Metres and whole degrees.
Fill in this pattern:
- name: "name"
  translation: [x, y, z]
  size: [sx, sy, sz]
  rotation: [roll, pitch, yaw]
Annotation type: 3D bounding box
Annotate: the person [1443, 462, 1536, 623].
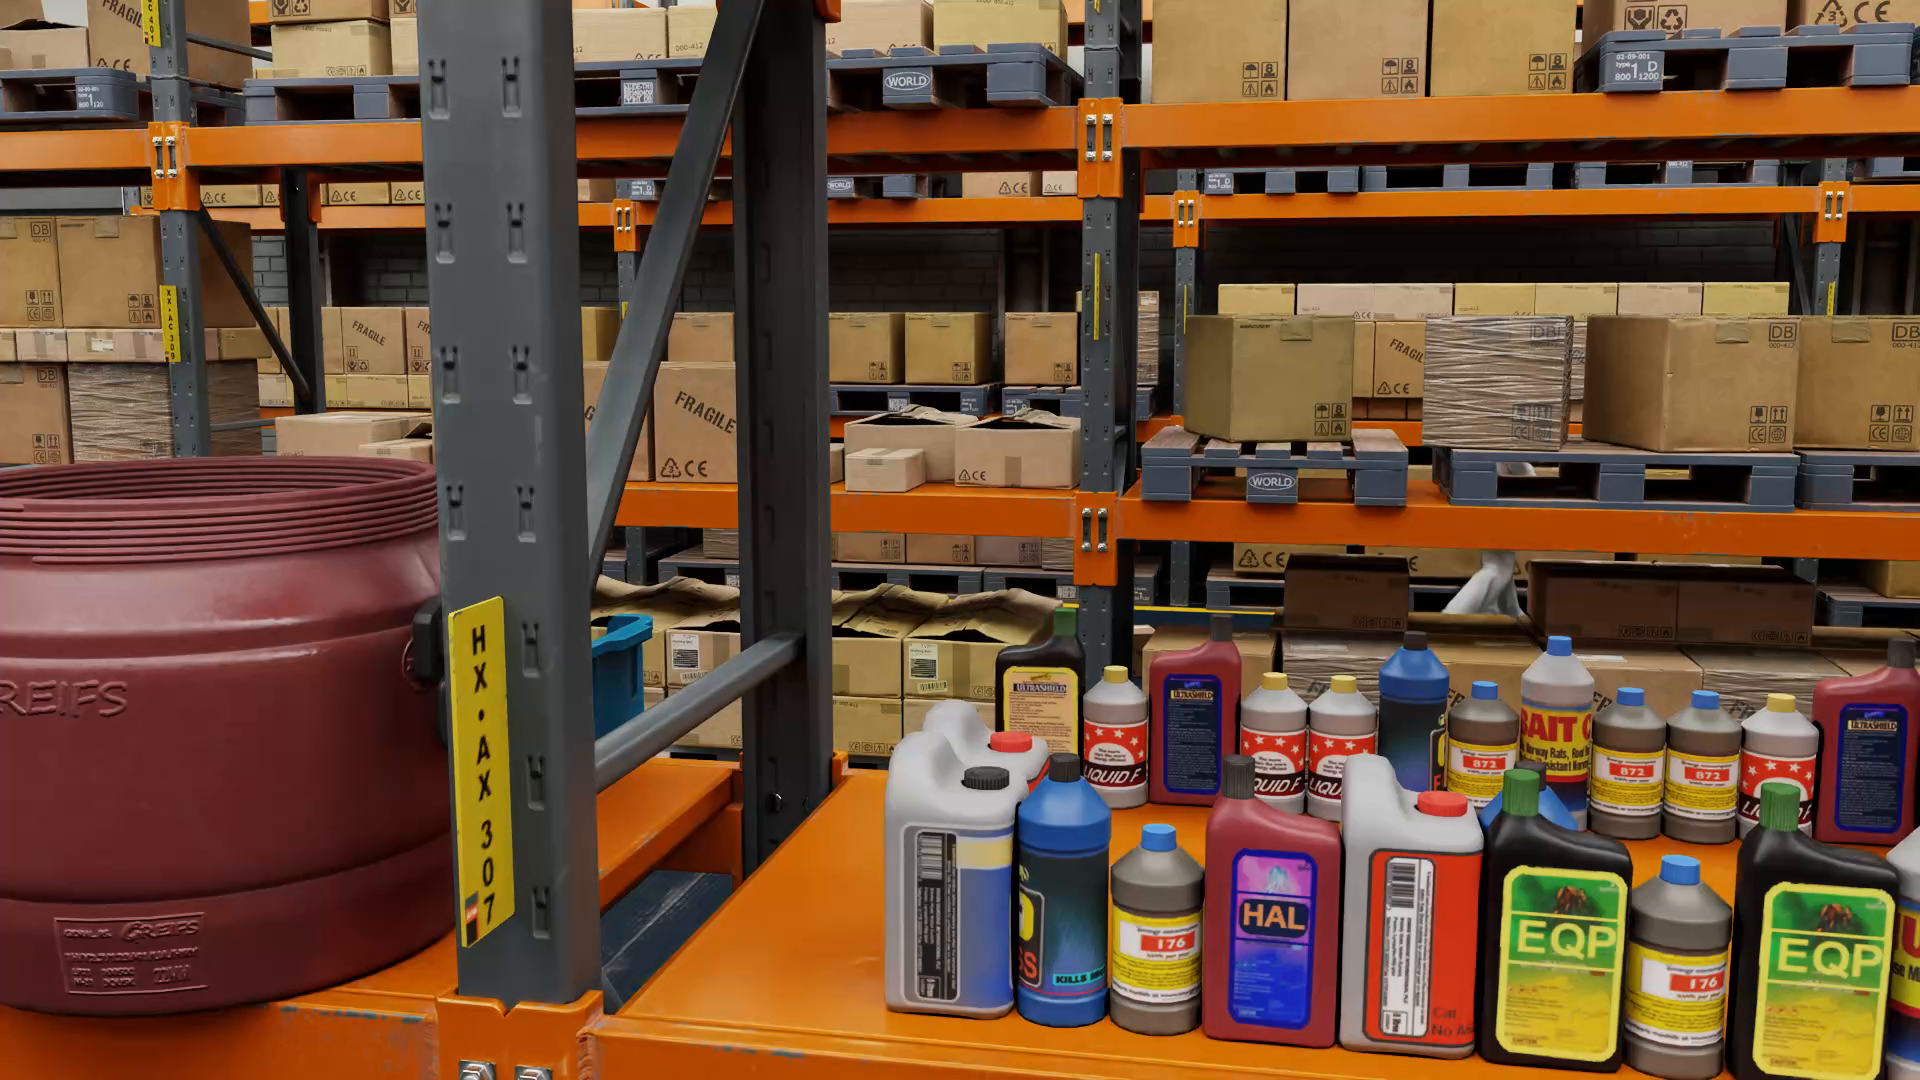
- name: "person"
  translation: [3.195, -0.209, 9.929]
  size: [1.089, 1.718, 0.567]
  rotation: [-3, 8, -23]
